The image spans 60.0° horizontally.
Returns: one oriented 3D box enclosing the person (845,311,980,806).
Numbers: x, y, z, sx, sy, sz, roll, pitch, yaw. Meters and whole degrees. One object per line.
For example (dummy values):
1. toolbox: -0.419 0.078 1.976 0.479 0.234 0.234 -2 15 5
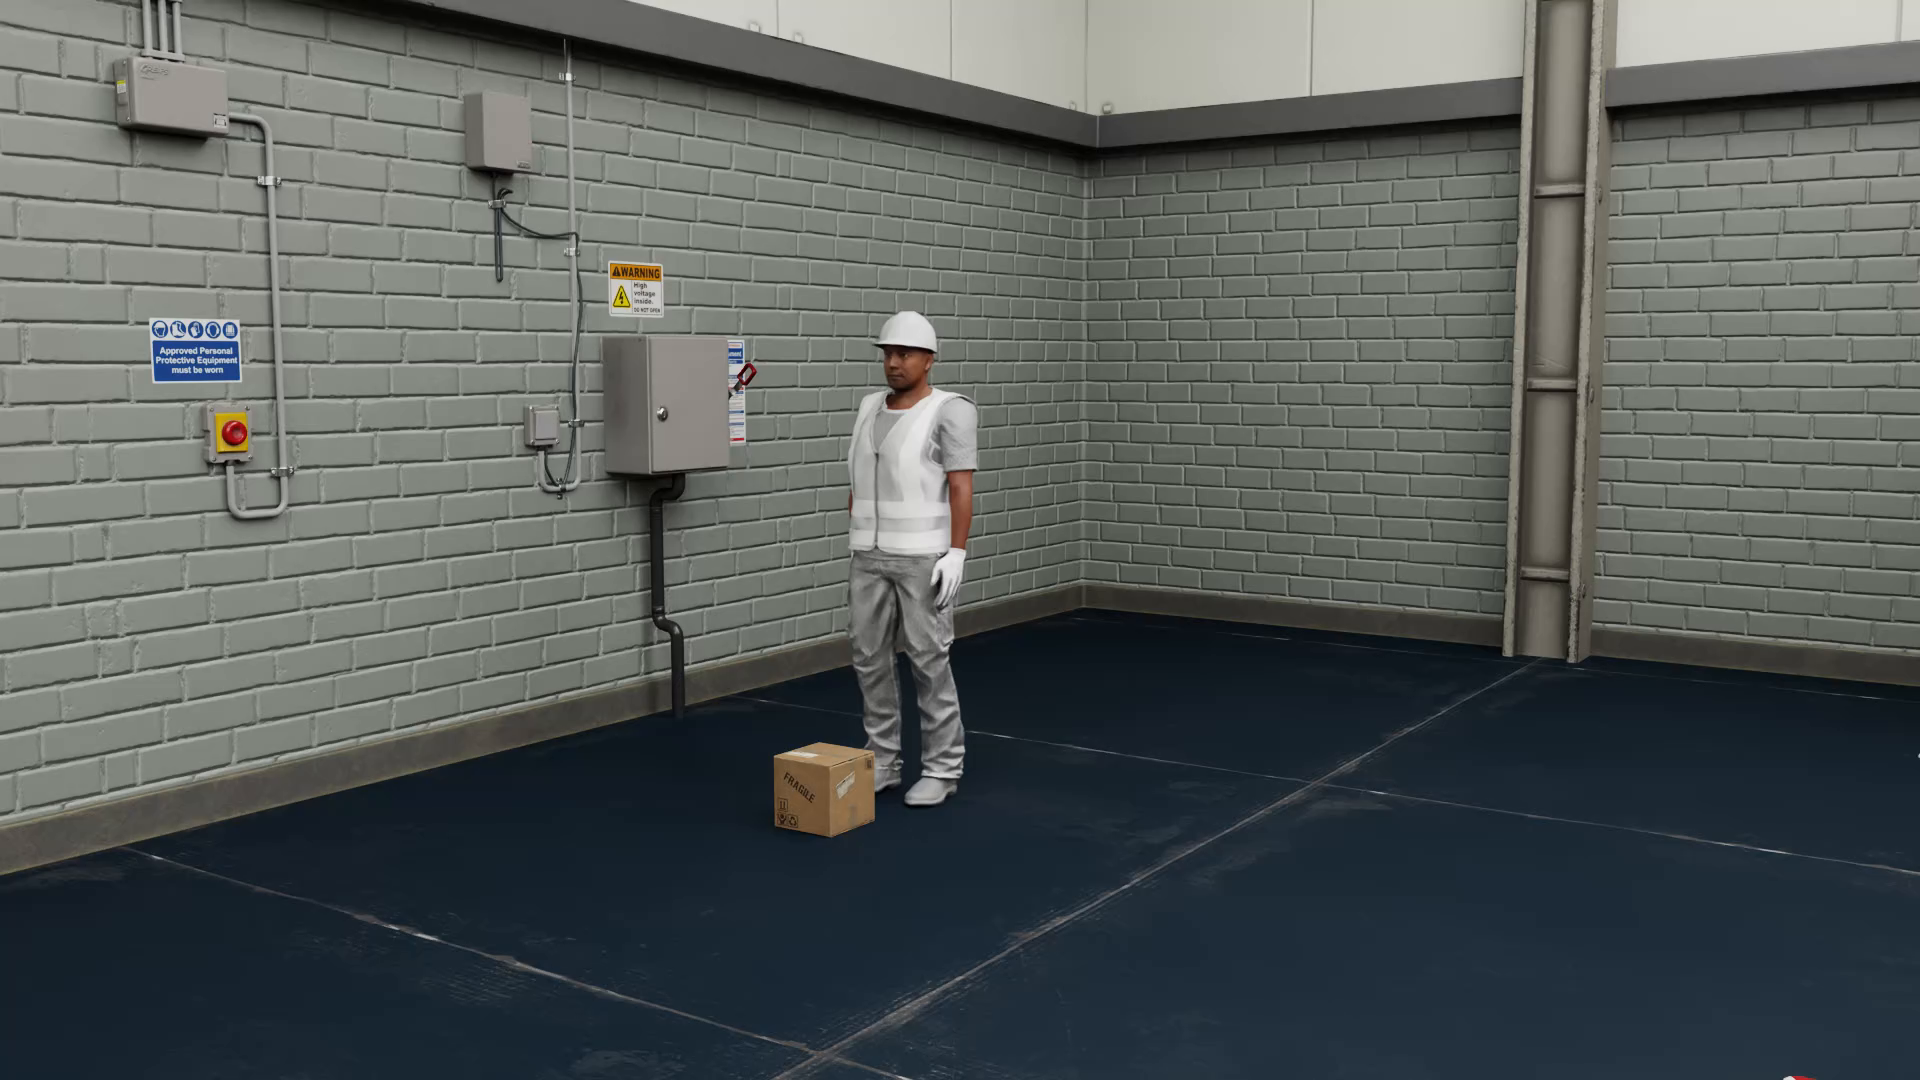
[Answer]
1. person: -0.196 0.063 6.071 0.547 1.781 0.367 4 8 35
